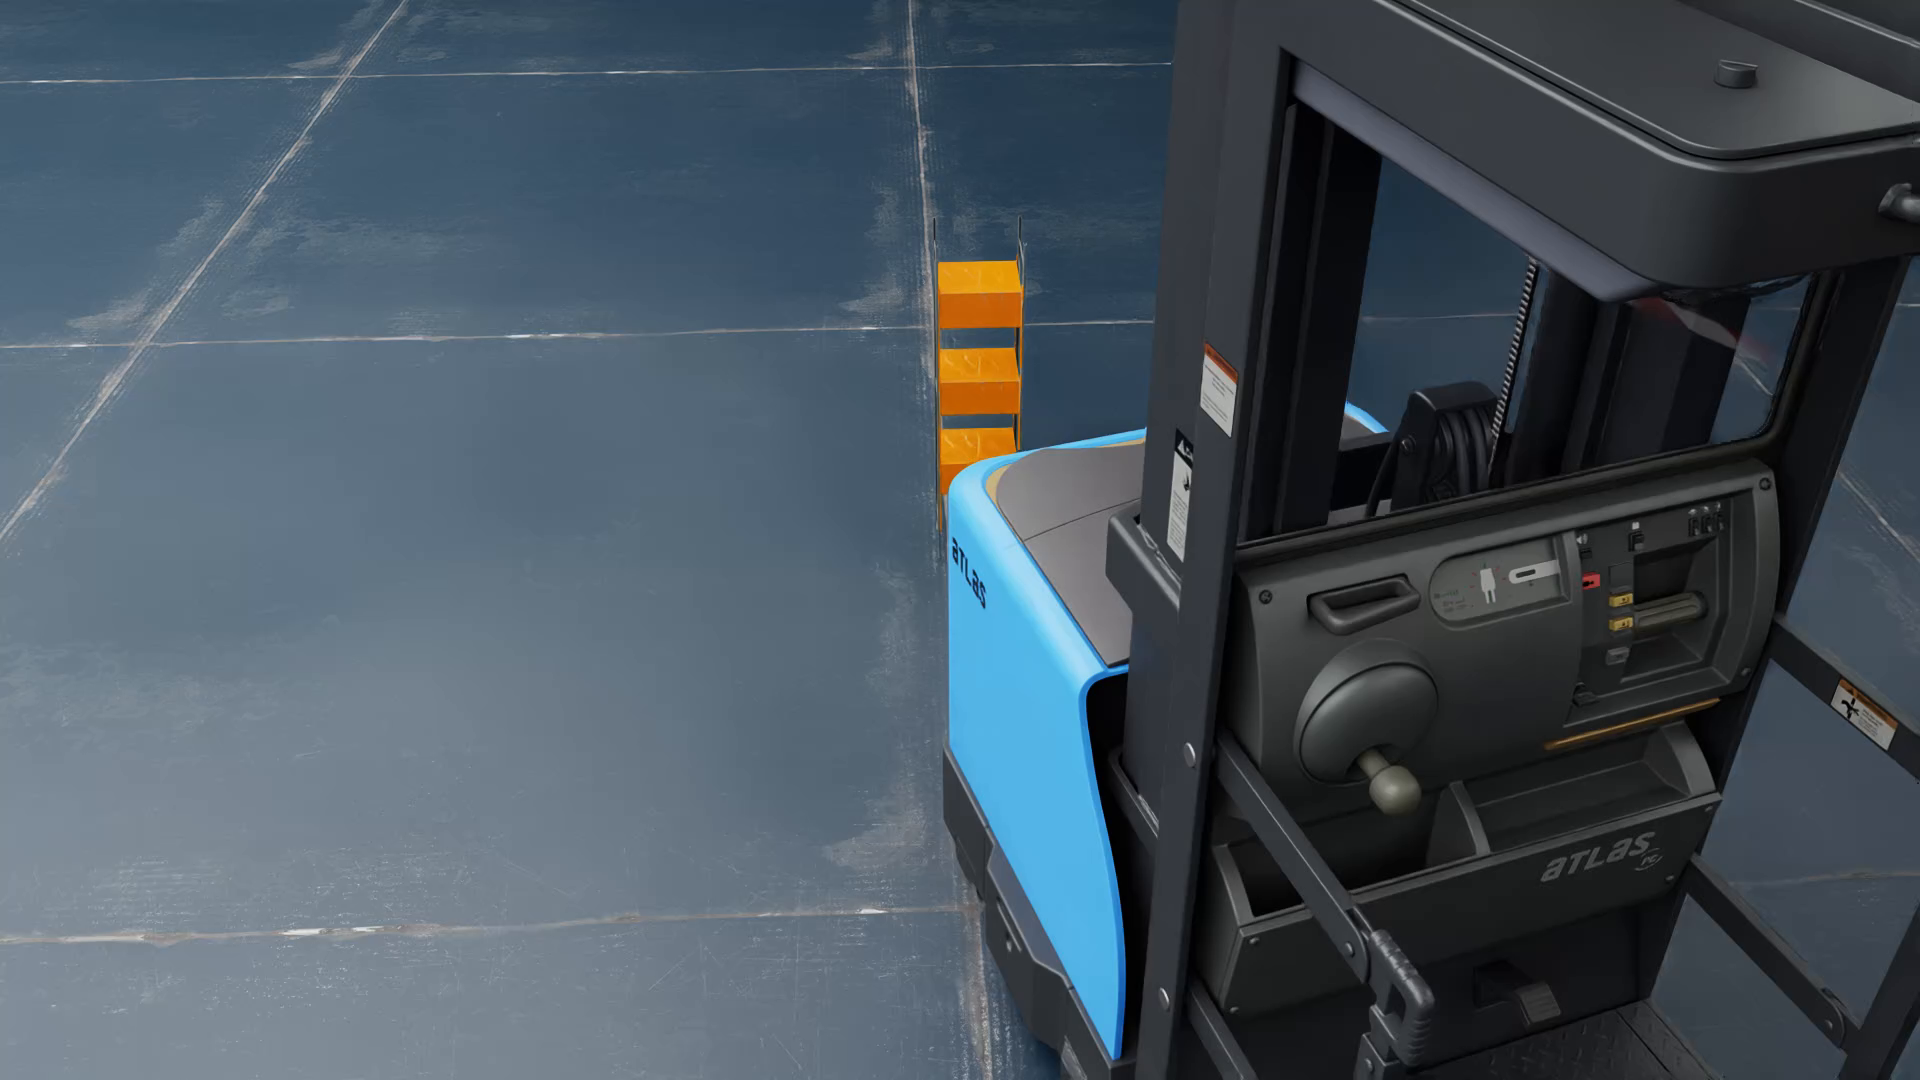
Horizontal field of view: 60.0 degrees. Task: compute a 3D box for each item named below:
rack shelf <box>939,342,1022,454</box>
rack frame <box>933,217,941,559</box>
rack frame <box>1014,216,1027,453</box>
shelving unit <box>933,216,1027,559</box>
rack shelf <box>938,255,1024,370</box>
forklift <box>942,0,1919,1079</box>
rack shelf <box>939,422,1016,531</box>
[{"bbox_3d":[0.053,-0.424,4.959,0.240,0.259,0.215,-2,35,-2],"label":"rack shelf"},{"bbox_3d":[-0.068,-0.430,4.949,0.008,1.050,0.200,-2,35,-2],"label":"rack frame"},{"bbox_3d":[0.175,-0.436,4.958,0.008,1.050,0.200,-2,35,-2],"label":"rack frame"},{"bbox_3d":[0.053,-0.433,4.953,0.252,1.050,0.215,-2,35,-2],"label":"shelving unit"},{"bbox_3d":[0.053,-0.658,4.798,0.240,0.259,0.215,-2,35,-2],"label":"rack shelf"},{"bbox_3d":[0.932,0.210,2.371,1.130,2.935,3.031,-11,36,-16],"label":"forklift"},{"bbox_3d":[0.053,-0.196,5.118,0.240,0.259,0.215,-2,35,-2],"label":"rack shelf"}]
